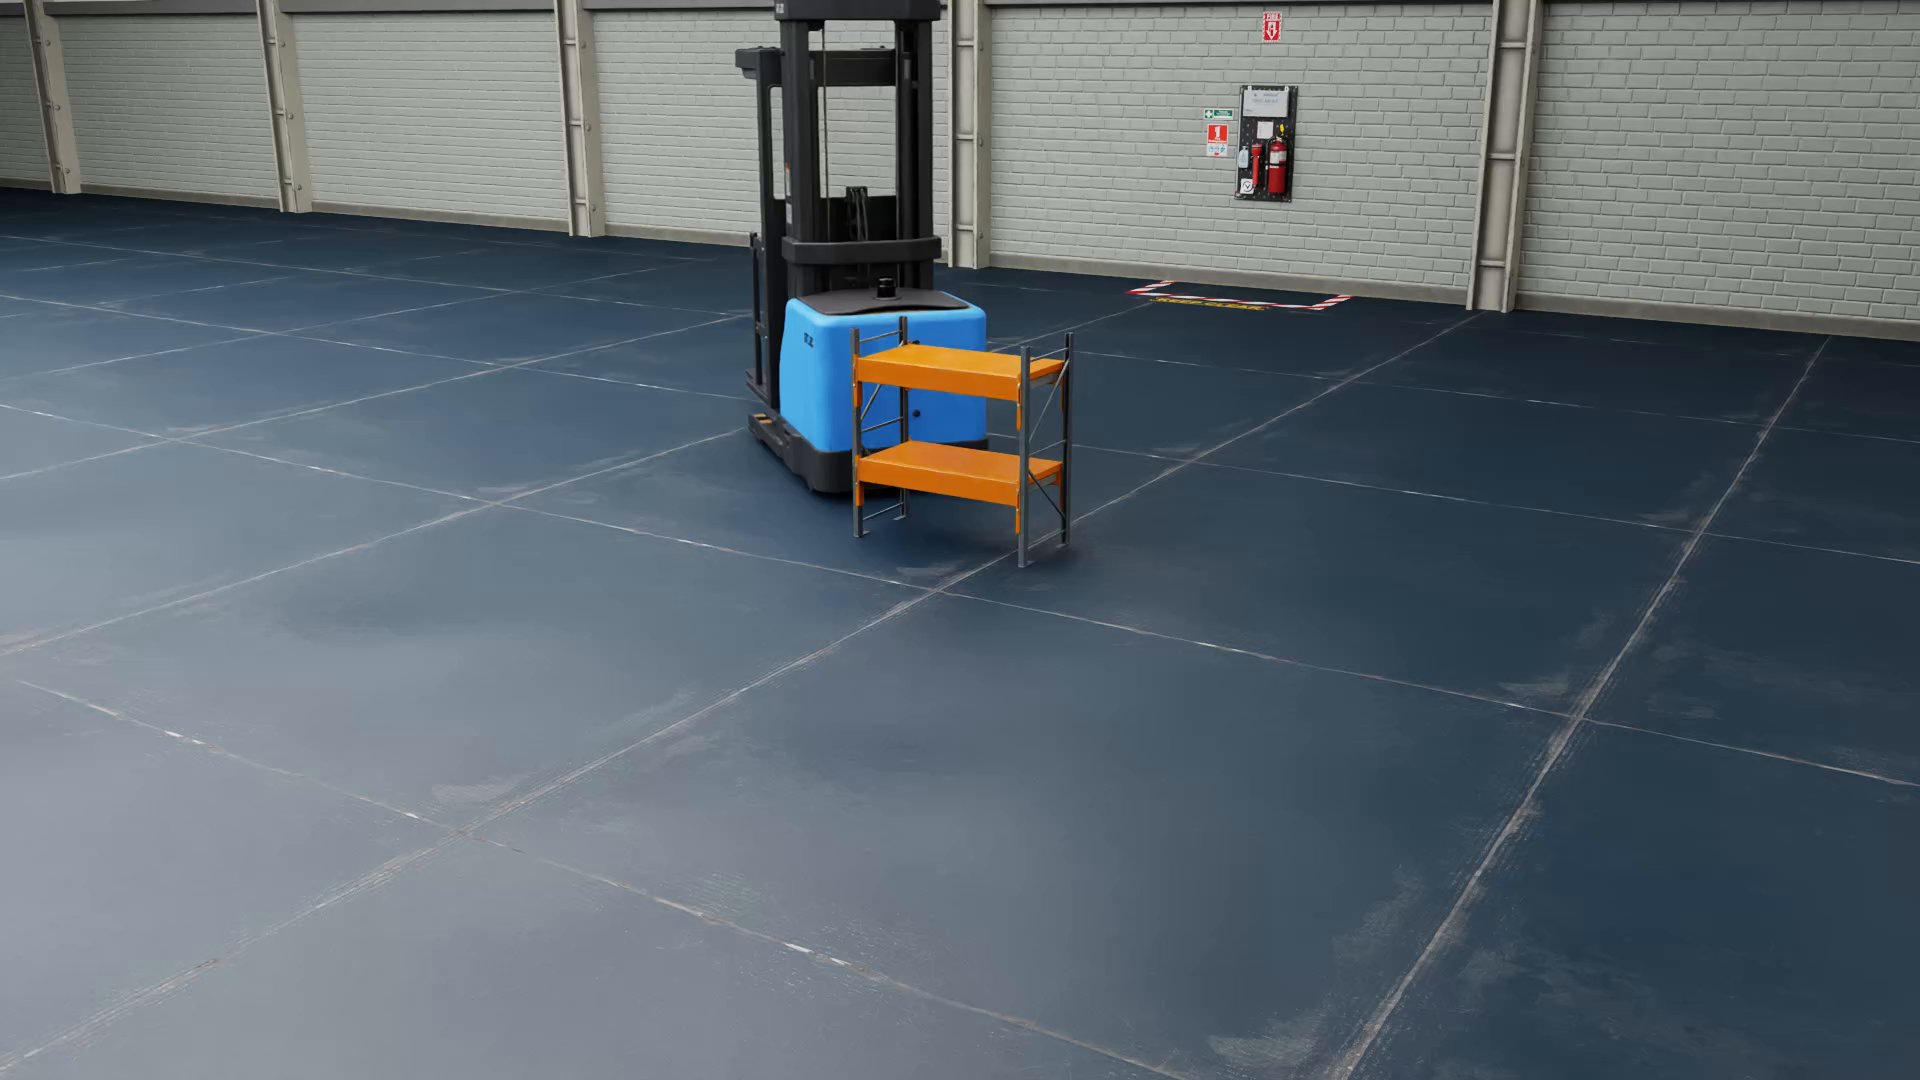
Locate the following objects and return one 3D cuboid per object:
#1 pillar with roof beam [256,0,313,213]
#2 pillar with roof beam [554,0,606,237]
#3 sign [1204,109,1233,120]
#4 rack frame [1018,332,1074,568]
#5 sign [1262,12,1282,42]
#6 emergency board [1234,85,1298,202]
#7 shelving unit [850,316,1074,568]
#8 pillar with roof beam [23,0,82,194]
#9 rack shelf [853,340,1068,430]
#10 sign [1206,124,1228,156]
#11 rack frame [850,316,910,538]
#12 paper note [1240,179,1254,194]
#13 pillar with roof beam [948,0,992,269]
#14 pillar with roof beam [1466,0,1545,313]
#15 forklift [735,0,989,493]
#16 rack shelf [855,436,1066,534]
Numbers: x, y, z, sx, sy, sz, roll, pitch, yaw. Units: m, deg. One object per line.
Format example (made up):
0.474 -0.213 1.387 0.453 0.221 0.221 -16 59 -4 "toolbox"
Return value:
-12.370 -8.253 20.567 0.400 9.000 9.100 10 20 30 "pillar with roof beam"
-7.258 -7.340 17.563 0.400 9.000 9.100 10 20 30 "pillar with roof beam"
2.717 -4.473 17.473 0.331 0.109 0.001 10 20 30 "sign"
0.439 -0.460 8.460 0.032 1.125 0.500 10 20 30 "rack frame"
3.180 -5.231 16.953 0.199 0.298 0.001 10 20 30 "sign"
3.135 -4.096 17.204 0.643 1.169 0.194 10 20 30 "emergency board"
0.006 -0.537 8.714 1.048 1.125 0.538 10 20 30 "shelving unit"
-17.483 -9.165 23.572 0.400 9.000 9.100 10 20 30 "pillar with roof beam"
0.006 -0.817 8.629 1.000 0.278 0.538 10 20 30 "rack shelf"
2.718 -4.223 17.560 0.234 0.329 0.001 10 20 30 "sign"
-0.427 -0.615 8.969 0.032 1.125 0.500 10 20 30 "rack frame"
3.020 -3.718 17.477 0.142 0.148 0.016 10 20 30 "paper note"
-2.145 -6.427 14.558 0.400 9.000 9.100 10 20 30 "pillar with roof beam"
2.968 -5.515 11.554 0.400 9.000 9.100 10 20 30 "pillar with roof beam"
-0.780 -2.061 10.624 1.130 2.935 3.031 -6 18 -18 "forklift"
0.006 -0.303 8.785 1.000 0.278 0.538 10 20 30 "rack shelf"
